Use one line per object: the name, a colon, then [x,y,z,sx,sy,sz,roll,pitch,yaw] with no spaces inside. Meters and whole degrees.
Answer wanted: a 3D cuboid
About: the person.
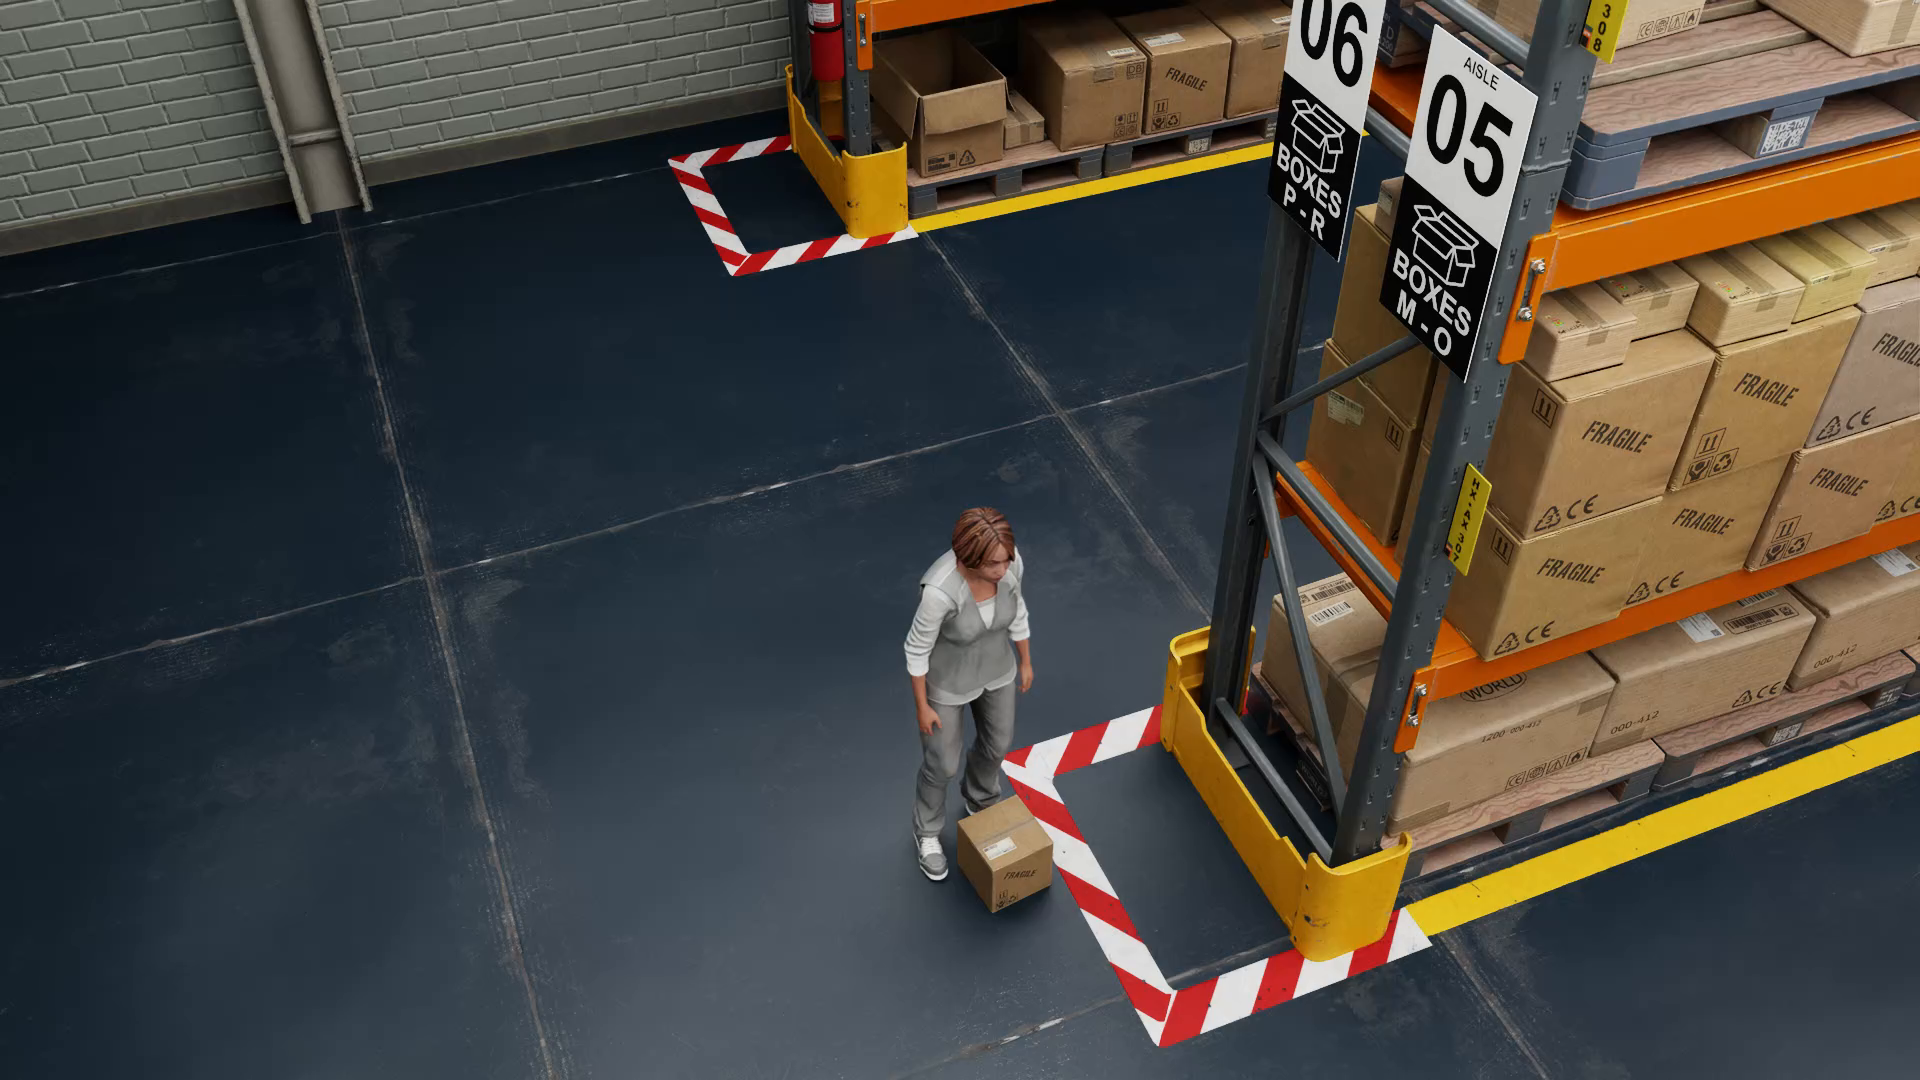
person: [0.028,0.485,5.635,0.484,1.594,0.341,-22,47,-23]
